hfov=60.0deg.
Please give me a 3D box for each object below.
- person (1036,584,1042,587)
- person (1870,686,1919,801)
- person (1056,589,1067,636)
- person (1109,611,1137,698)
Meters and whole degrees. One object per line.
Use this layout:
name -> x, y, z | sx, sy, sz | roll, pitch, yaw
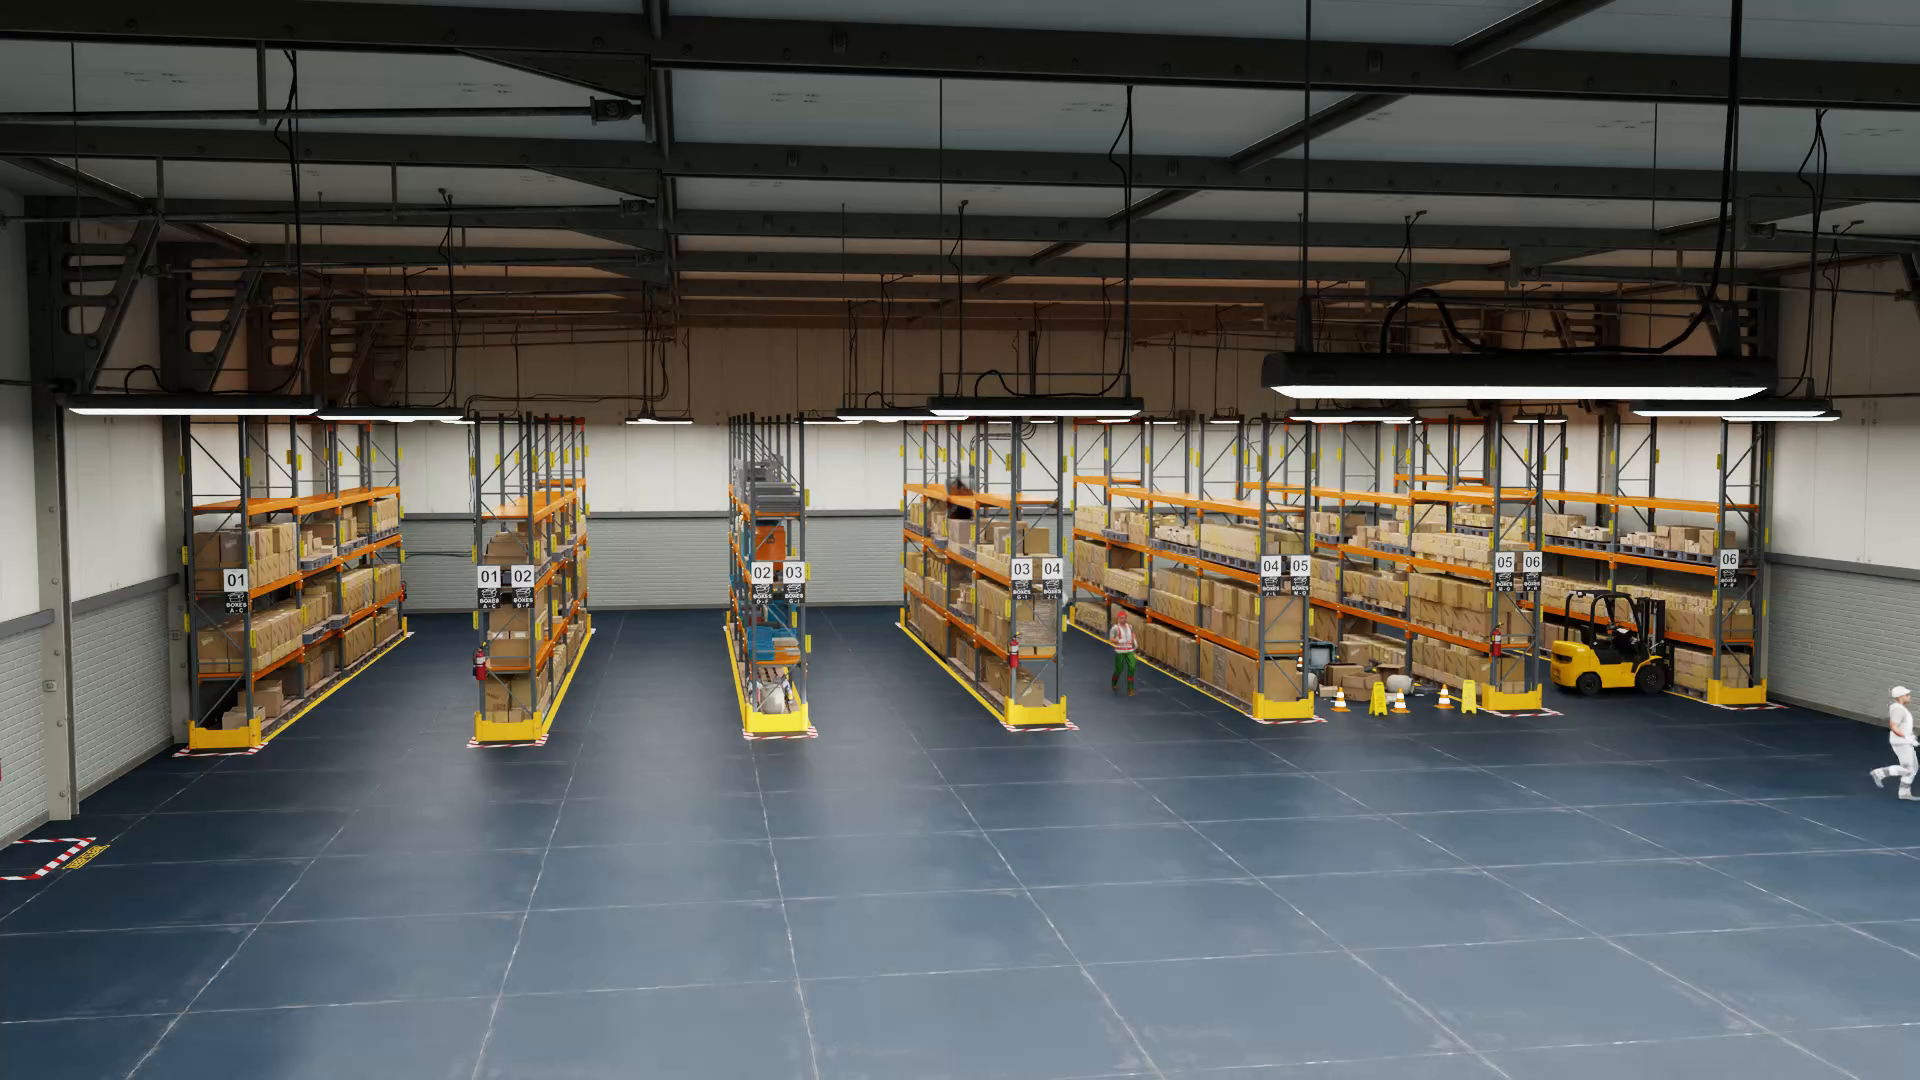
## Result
person -> 2.210, 1.672, 47.081 | 0.731, 1.705, 0.551 | -1, 4, -9
person -> 14.407, 3.116, 25.561 | 0.704, 1.749, 0.656 | 2, 4, 29
person -> 2.604, 1.833, 45.188 | 0.626, 1.676, 0.601 | 0, 4, -1
person -> 3.509, 2.424, 35.518 | 0.669, 1.812, 0.893 | -1, 4, -14
